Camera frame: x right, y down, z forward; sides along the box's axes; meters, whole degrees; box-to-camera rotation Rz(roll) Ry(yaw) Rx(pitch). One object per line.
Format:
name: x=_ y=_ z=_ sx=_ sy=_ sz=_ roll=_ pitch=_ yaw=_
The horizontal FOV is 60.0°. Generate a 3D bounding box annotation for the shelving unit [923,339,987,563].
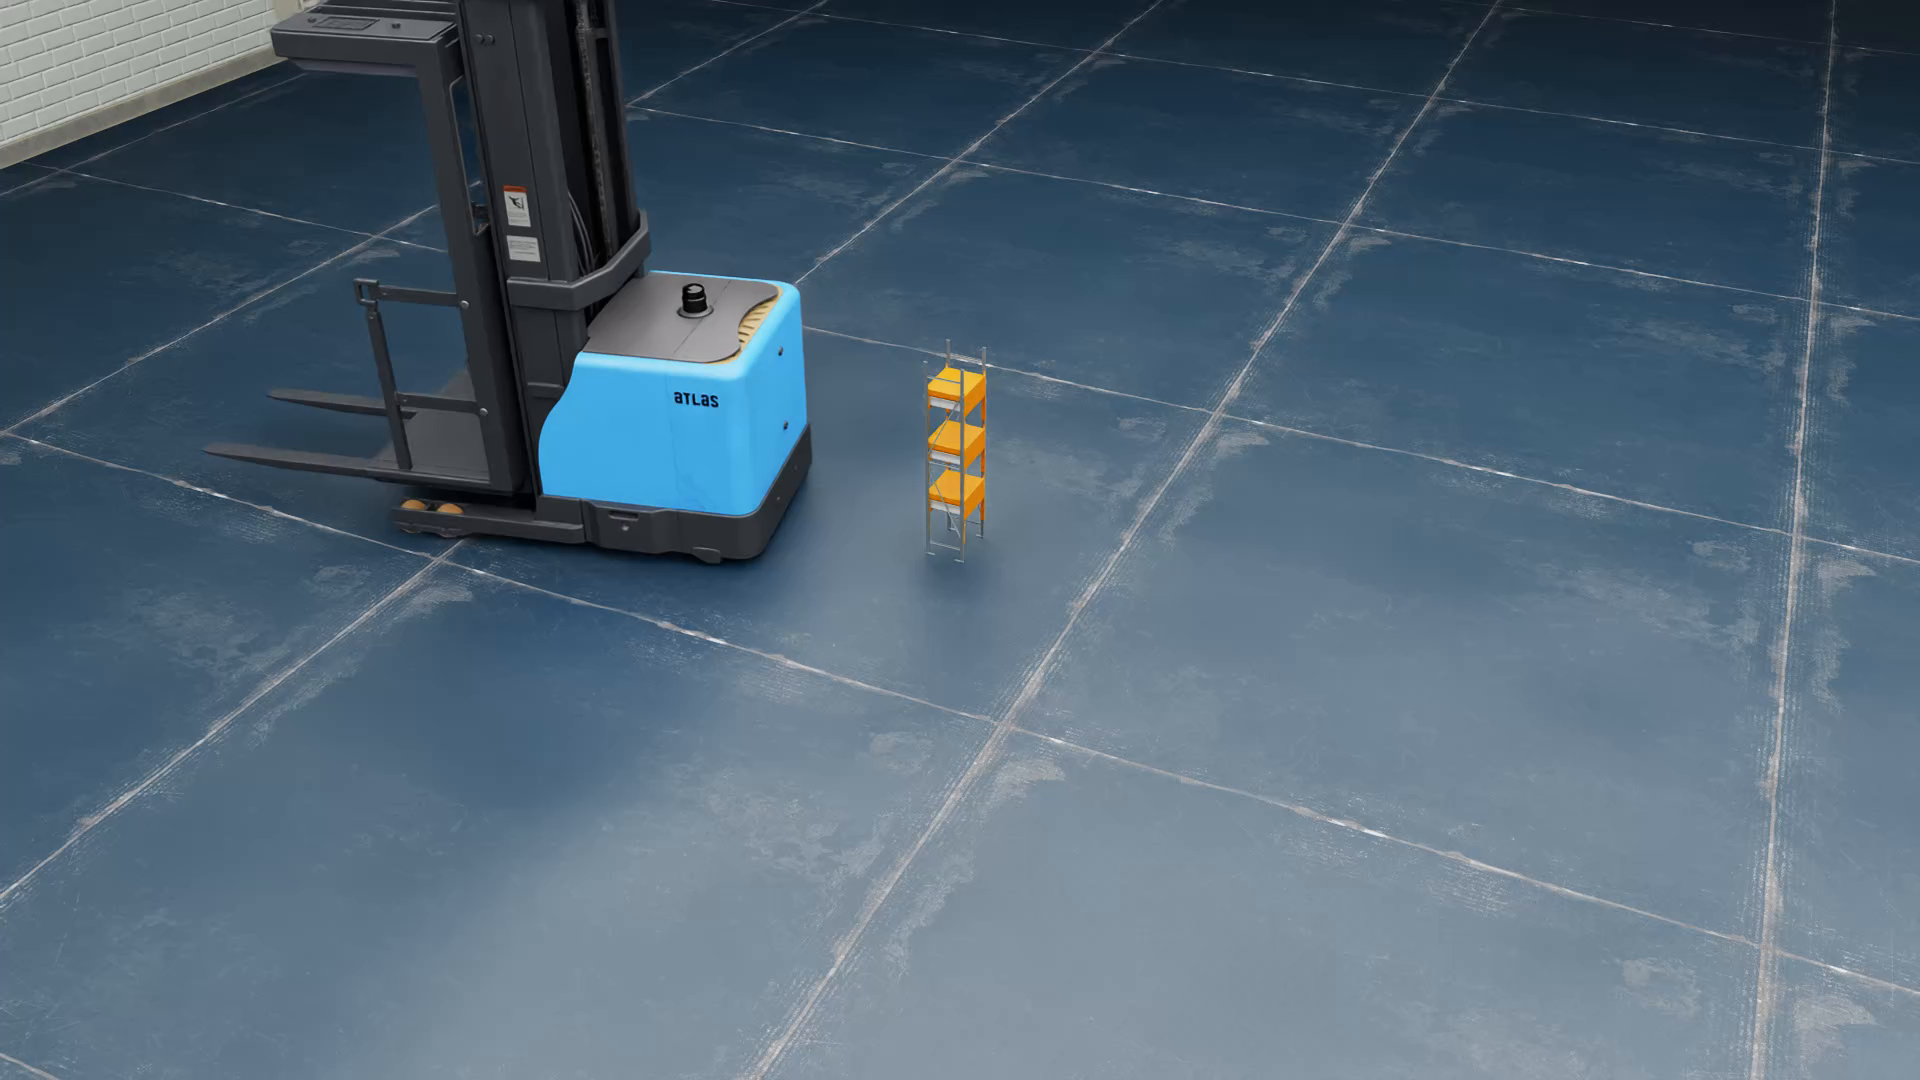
shelving unit: x=-0.022 y=-0.412 z=7.921 sx=0.215 sy=1.050 sz=0.252 roll=14 pitch=36 yaw=20

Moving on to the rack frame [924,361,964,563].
rack frame: x=-0.073 y=-0.352 z=7.829 sx=0.200 sy=1.050 sz=0.008 roll=14 pitch=36 yaw=20

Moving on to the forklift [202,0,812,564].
forklift: x=-2.348 y=-1.511 z=7.882 sx=3.031 sy=2.935 sz=1.130 roll=6 pitch=34 yaw=10

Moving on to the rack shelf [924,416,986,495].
rack shelf: x=-0.022 y=-0.404 z=7.927 sx=0.215 sy=0.259 sz=0.240 roll=14 pitch=36 yaw=20

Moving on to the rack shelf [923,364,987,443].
rack shelf: x=-0.022 y=-0.641 z=7.772 sx=0.215 sy=0.259 sz=0.240 roll=14 pitch=36 yaw=20

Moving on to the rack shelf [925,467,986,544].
rack shelf: x=-0.022 y=-0.171 z=8.080 sx=0.215 sy=0.259 sz=0.240 roll=14 pitch=36 yaw=20

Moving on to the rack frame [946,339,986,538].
rack frame: x=0.029 y=-0.473 z=8.014 sx=0.200 sy=1.050 sz=0.008 roll=14 pitch=36 yaw=20

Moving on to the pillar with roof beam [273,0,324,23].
pillar with roof beam: x=-1.864 y=-7.118 z=10.898 sx=9.100 sy=9.000 sz=0.400 roll=14 pitch=36 yaw=20
